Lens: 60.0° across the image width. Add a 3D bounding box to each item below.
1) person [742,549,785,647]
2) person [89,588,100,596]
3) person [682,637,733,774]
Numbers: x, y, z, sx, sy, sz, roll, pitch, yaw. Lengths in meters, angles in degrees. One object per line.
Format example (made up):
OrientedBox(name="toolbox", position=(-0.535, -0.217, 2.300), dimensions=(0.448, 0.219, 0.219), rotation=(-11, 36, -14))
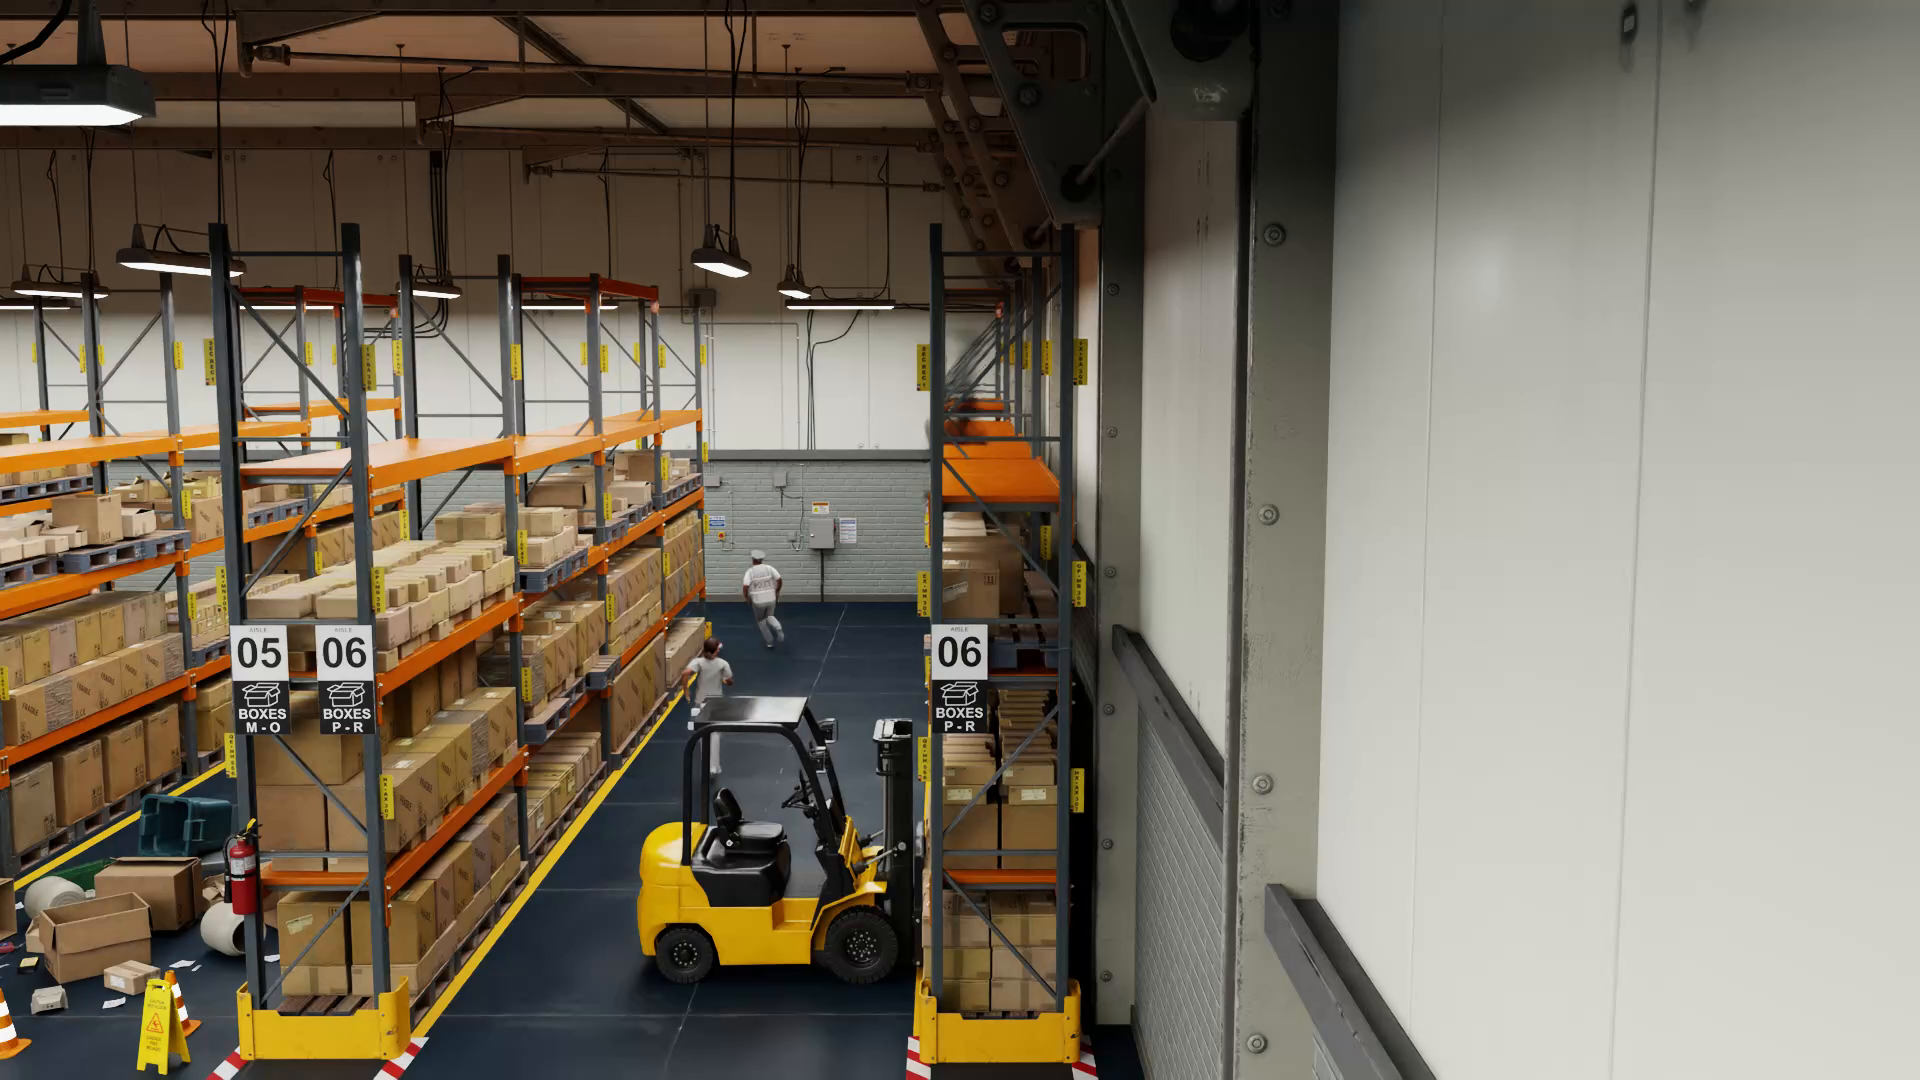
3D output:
OrientedBox(name="person", position=(-3.396, 1.007, 28.412), dimensions=(0.698, 1.709, 0.572), rotation=(-3, 7, -26))
OrientedBox(name="person", position=(-12.498, 1.520, 24.344), dimensions=(0.753, 1.744, 1.056), rotation=(-1, 7, -10))
OrientedBox(name="person", position=(-3.033, 2.009, 20.026), dimensions=(0.572, 1.693, 0.865), rotation=(0, 7, 2))
